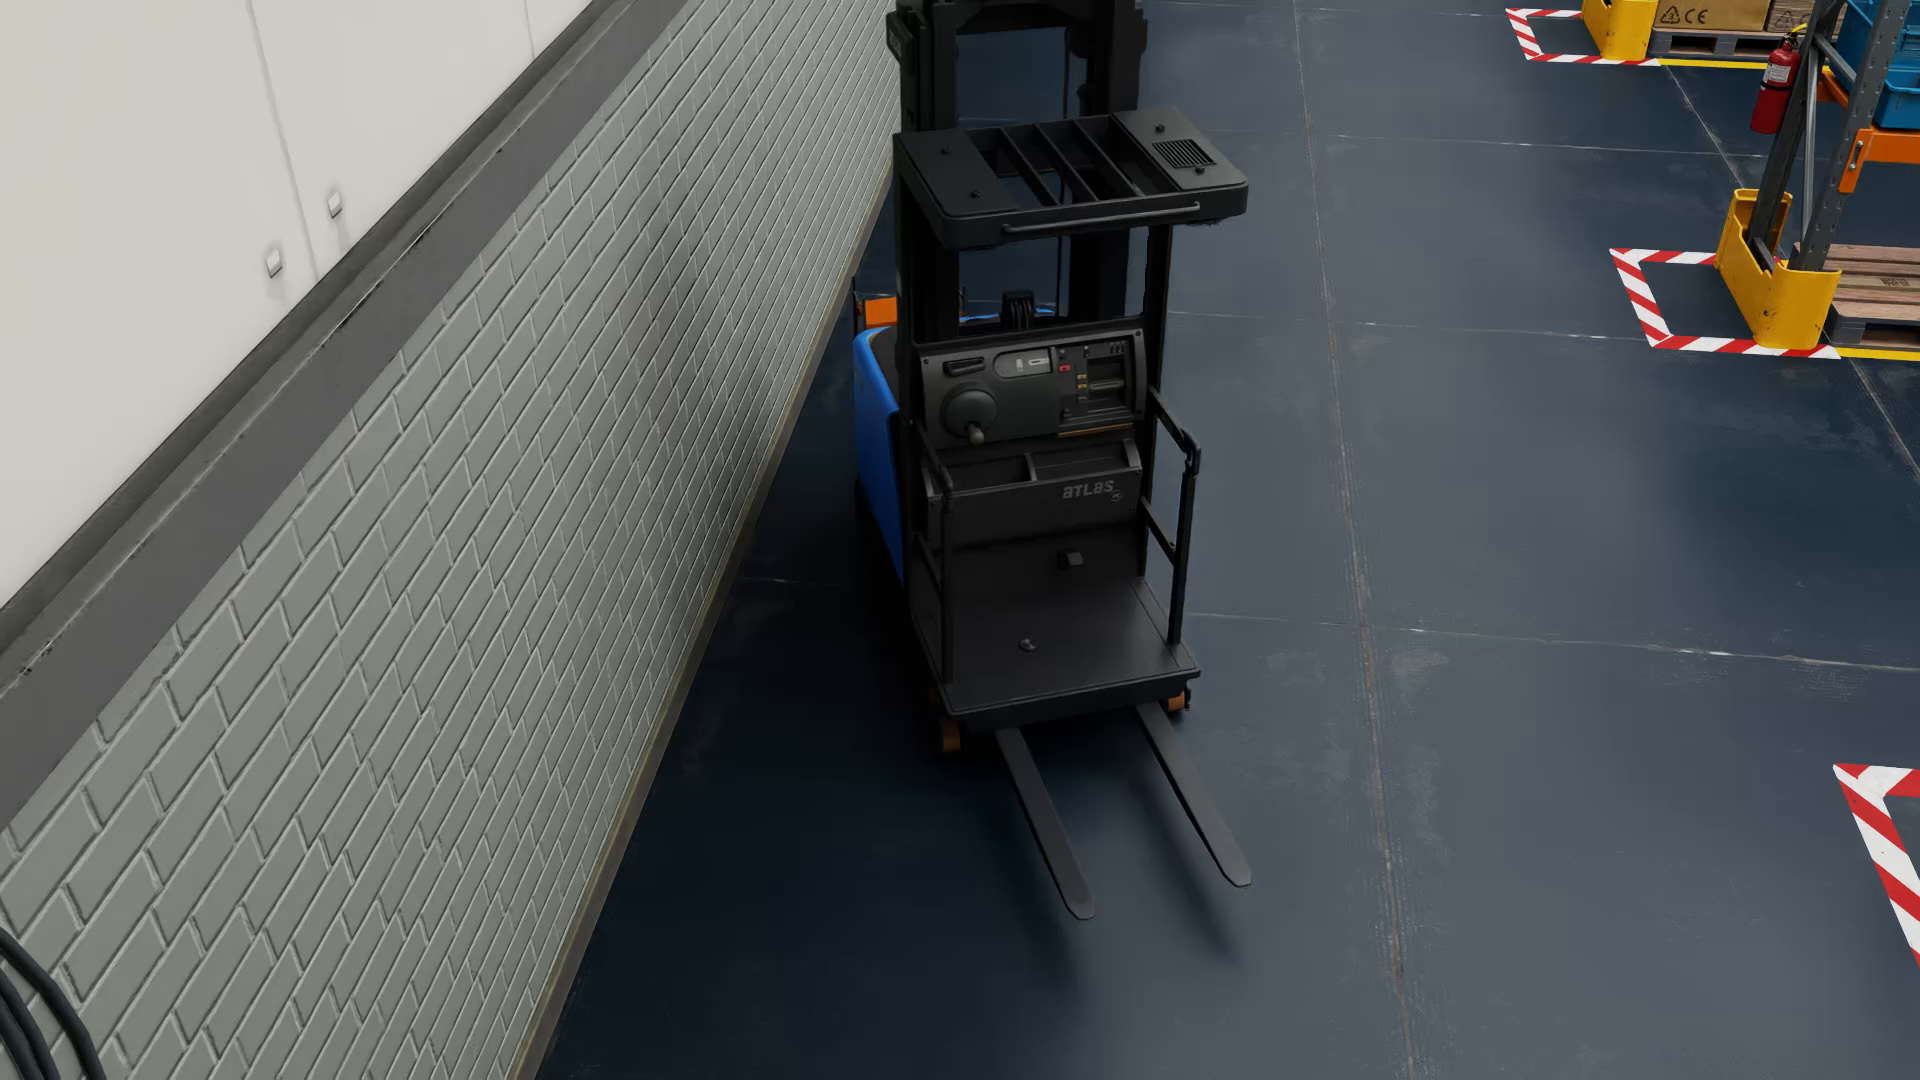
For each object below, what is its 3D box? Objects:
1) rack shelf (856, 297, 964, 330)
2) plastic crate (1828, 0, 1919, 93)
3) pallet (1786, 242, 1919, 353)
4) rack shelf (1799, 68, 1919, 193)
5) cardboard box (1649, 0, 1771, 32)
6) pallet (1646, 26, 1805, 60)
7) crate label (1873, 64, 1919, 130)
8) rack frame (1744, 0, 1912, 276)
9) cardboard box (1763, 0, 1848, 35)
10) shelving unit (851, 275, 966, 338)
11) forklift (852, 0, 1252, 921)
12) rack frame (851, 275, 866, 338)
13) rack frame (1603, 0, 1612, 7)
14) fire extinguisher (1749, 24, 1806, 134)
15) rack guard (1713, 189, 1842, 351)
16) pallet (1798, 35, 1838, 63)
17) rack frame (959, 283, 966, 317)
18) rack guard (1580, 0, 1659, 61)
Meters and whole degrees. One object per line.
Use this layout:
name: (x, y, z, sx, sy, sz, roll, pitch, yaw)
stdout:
rack shelf: (-0.247, -1.068, 8.037, 0.480, 0.148, 0.258, -9, 37, -13)
plastic crate: (5.353, -2.812, 9.526, 0.499, 0.435, 0.616, 4, 36, 6)
pallet: (5.810, -1.472, 10.131, 1.213, 0.211, 1.003, 4, 36, 6)
rack shelf: (6.981, -2.250, 9.439, 4.000, 0.370, 1.077, 4, 36, 6)
cardboard box: (6.273, -4.849, 13.930, 0.875, 0.875, 0.875, 4, 36, 6)
pallet: (6.431, -4.395, 14.226, 1.213, 0.211, 1.003, 4, 36, 6)
crate label: (5.200, -2.439, 9.177, 0.303, 0.233, 0.416, 4, 36, 6)
rack frame: (4.997, -2.690, 9.437, 0.127, 3.000, 1.000, 4, 36, 6)
cardboard box: (7.175, -4.782, 13.835, 0.875, 0.875, 0.875, 4, 36, 6)
shelving unit: (-0.247, -0.748, 8.265, 0.503, 1.200, 0.258, -9, 37, -13)
forklift: (0.357, -0.549, 6.496, 1.130, 2.935, 3.031, -9, 36, -12)
rack frame: (-0.482, -0.710, 8.212, 0.015, 1.200, 0.240, -9, 37, -13)
rack frame: (5.628, -5.544, 13.436, 0.127, 3.000, 1.000, 4, 36, 6)
fire extinguisher: (4.905, -2.780, 9.951, 0.183, 0.674, 0.296, 4, 36, 6)
rack guard: (4.971, -1.667, 10.156, 0.348, 0.500, 1.175, 4, 36, 6)
pallet: (7.637, -4.303, 14.098, 1.213, 0.211, 1.003, 4, 36, 6)
rack frame: (-0.011, -0.786, 8.318, 0.015, 1.200, 0.240, -9, 37, -13)
rack guard: (5.604, -4.528, 14.165, 0.348, 0.500, 1.175, 4, 36, 6)
